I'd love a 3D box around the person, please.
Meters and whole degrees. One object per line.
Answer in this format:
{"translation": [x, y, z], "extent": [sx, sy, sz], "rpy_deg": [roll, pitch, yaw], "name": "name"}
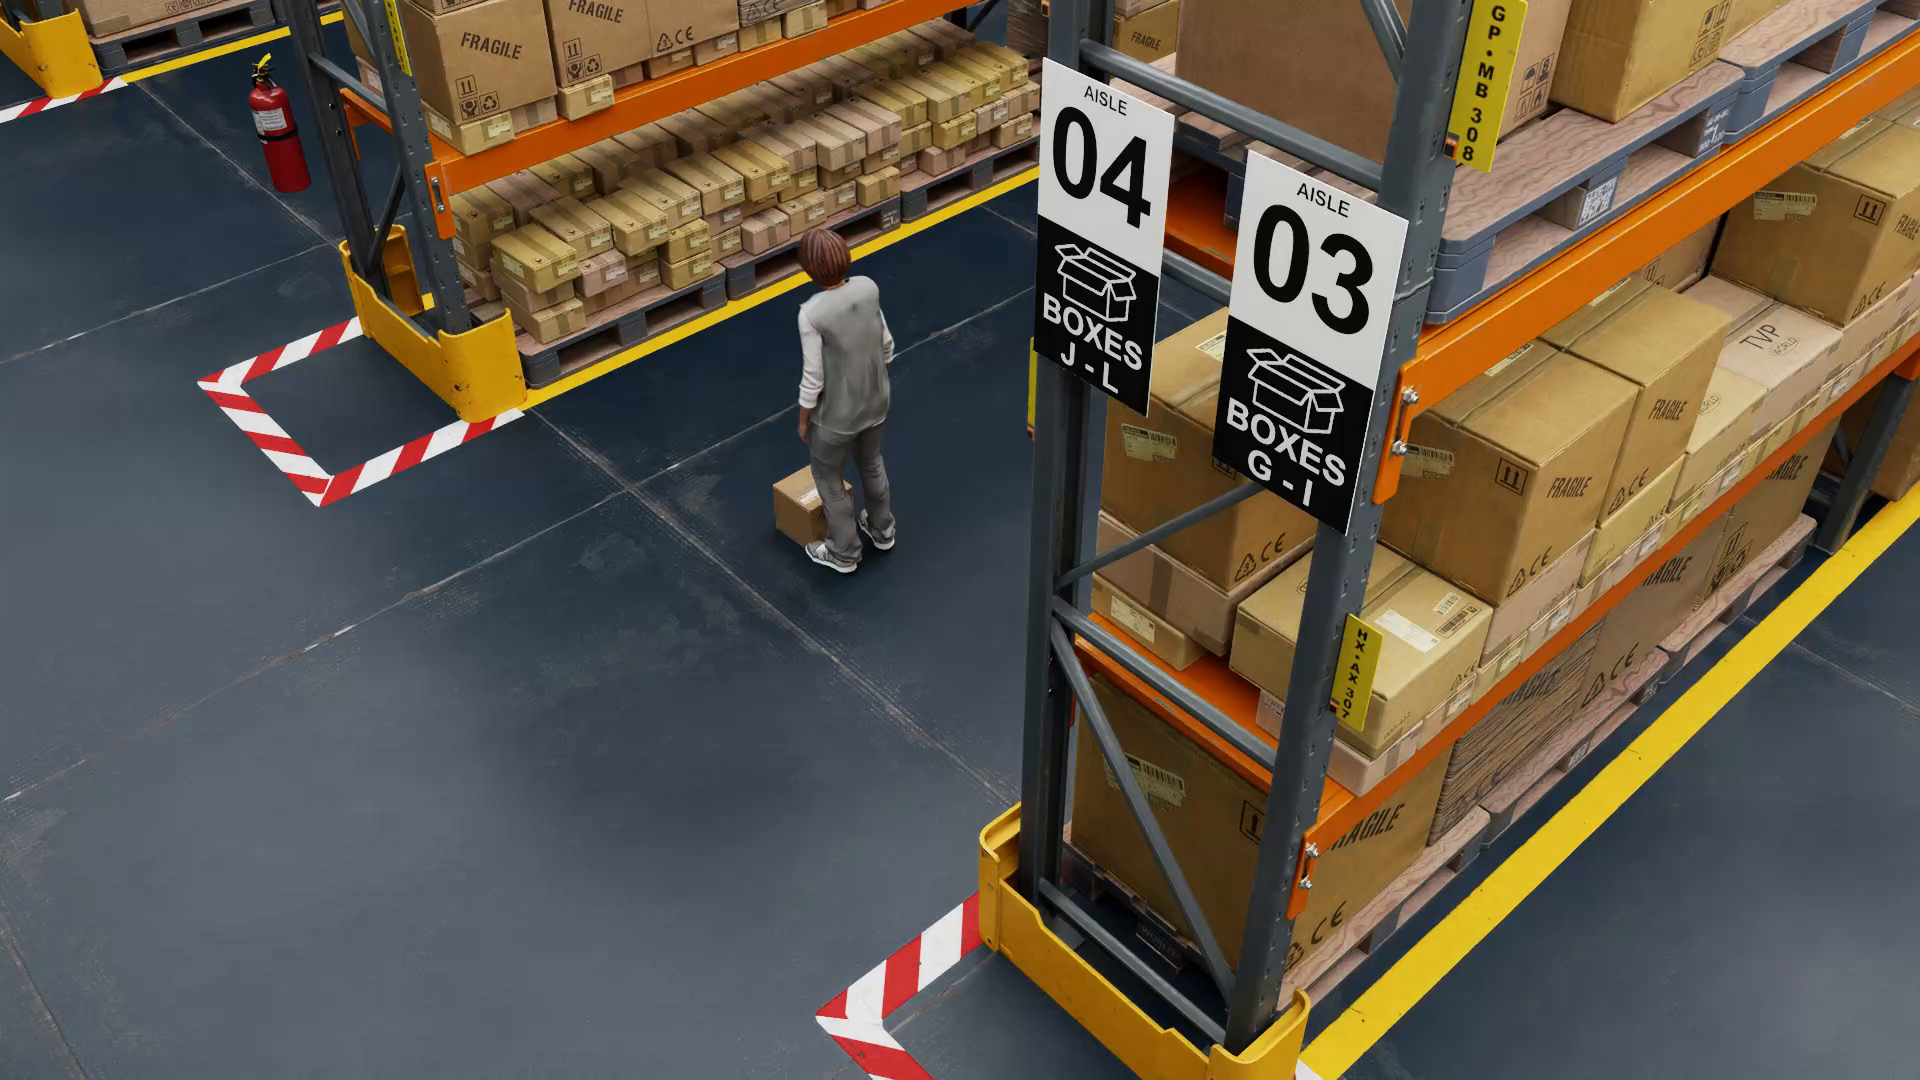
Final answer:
{"translation": [-0.473, -0.455, 6.885], "extent": [0.459, 1.352, 0.323], "rpy_deg": [-31, 49, -31], "name": "person"}
